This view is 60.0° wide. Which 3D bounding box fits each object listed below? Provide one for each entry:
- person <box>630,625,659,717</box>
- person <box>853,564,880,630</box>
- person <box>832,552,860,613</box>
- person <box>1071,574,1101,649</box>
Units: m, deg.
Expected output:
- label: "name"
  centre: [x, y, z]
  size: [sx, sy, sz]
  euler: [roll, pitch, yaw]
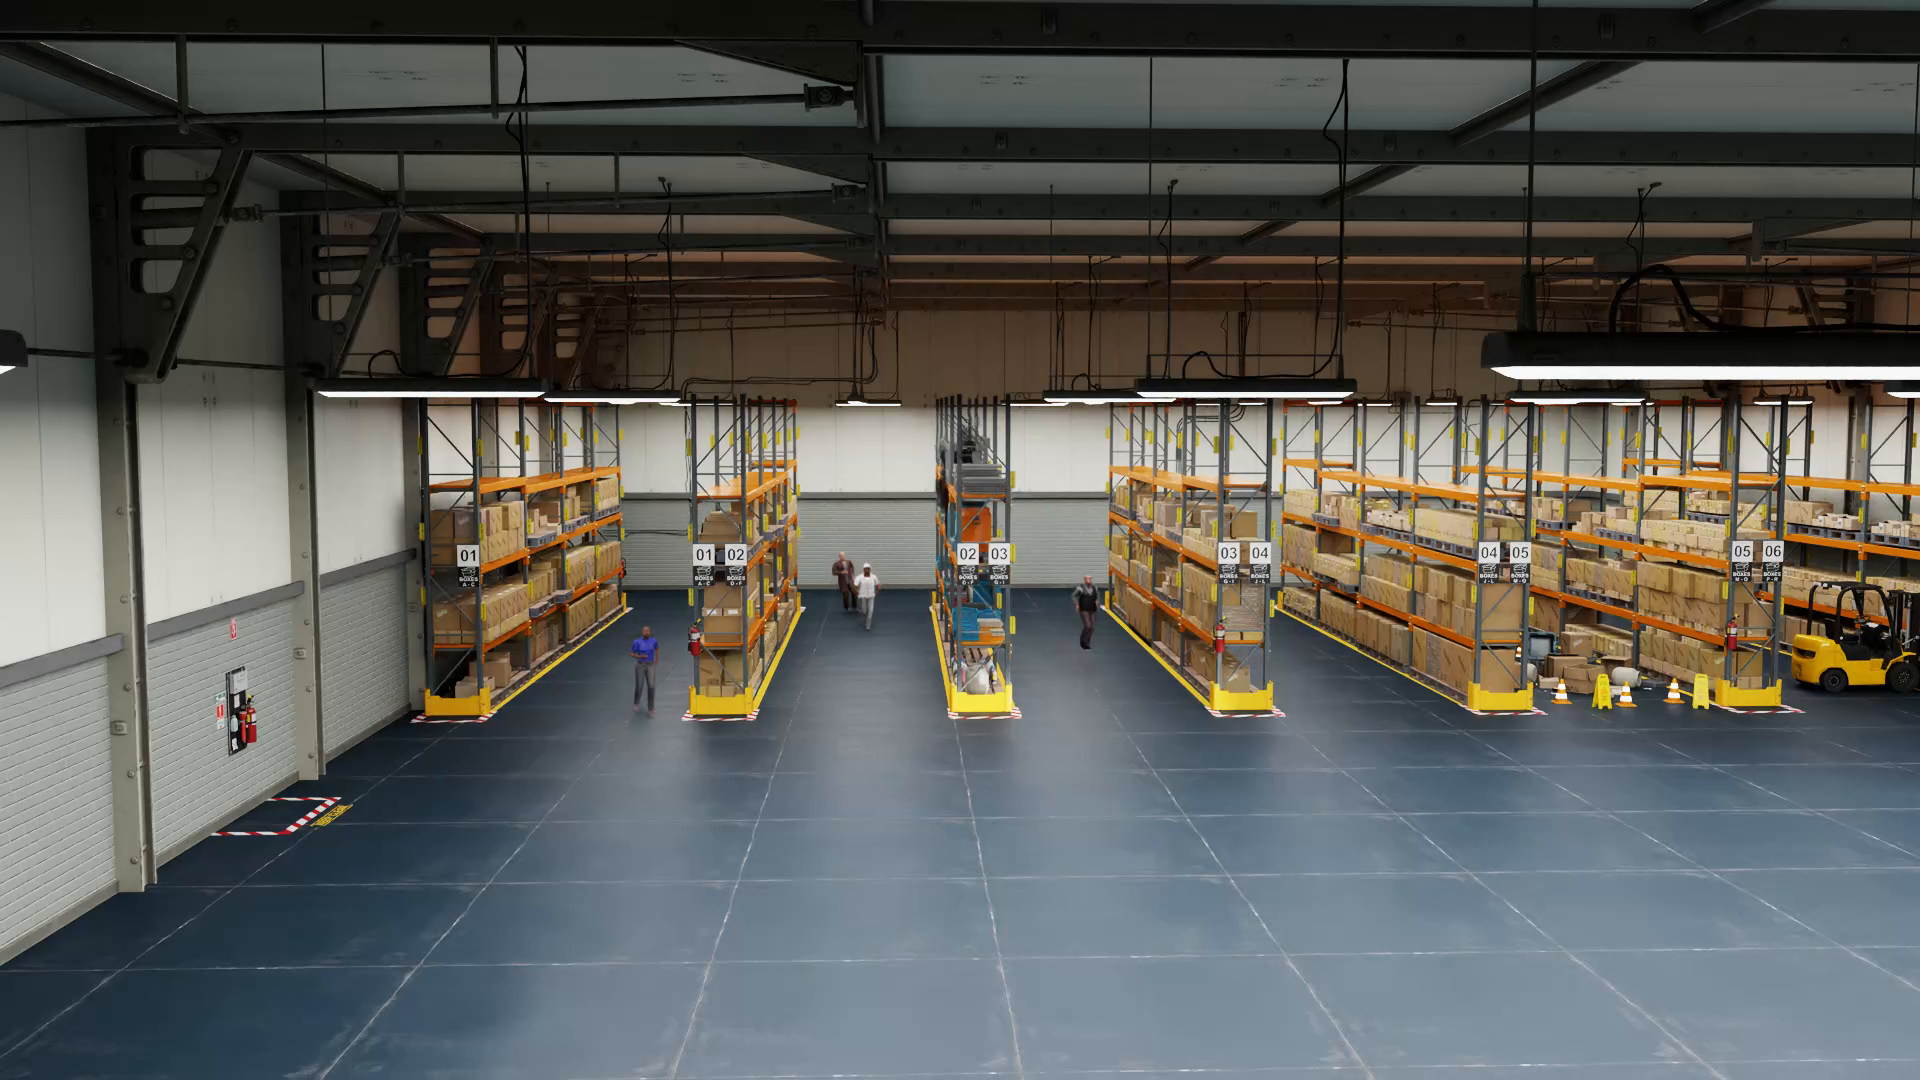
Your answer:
- label: "person"
  centre: [-5.900, 2.498, 31.184]
  size: [0.579, 1.653, 0.695]
  euler: [-2, 5, -20]
- label: "person"
  centre: [-2.410, 1.471, 43.186]
  size: [0.710, 1.734, 0.723]
  euler: [-1, 5, -13]
- label: "person"
  centre: [-3.227, 1.186, 46.628]
  size: [0.784, 1.737, 0.696]
  euler: [-2, 5, -24]
- label: "person"
  centre: [2.902, 1.634, 37.538]
  size: [0.644, 1.704, 0.592]
  euler: [-2, 5, -21]
